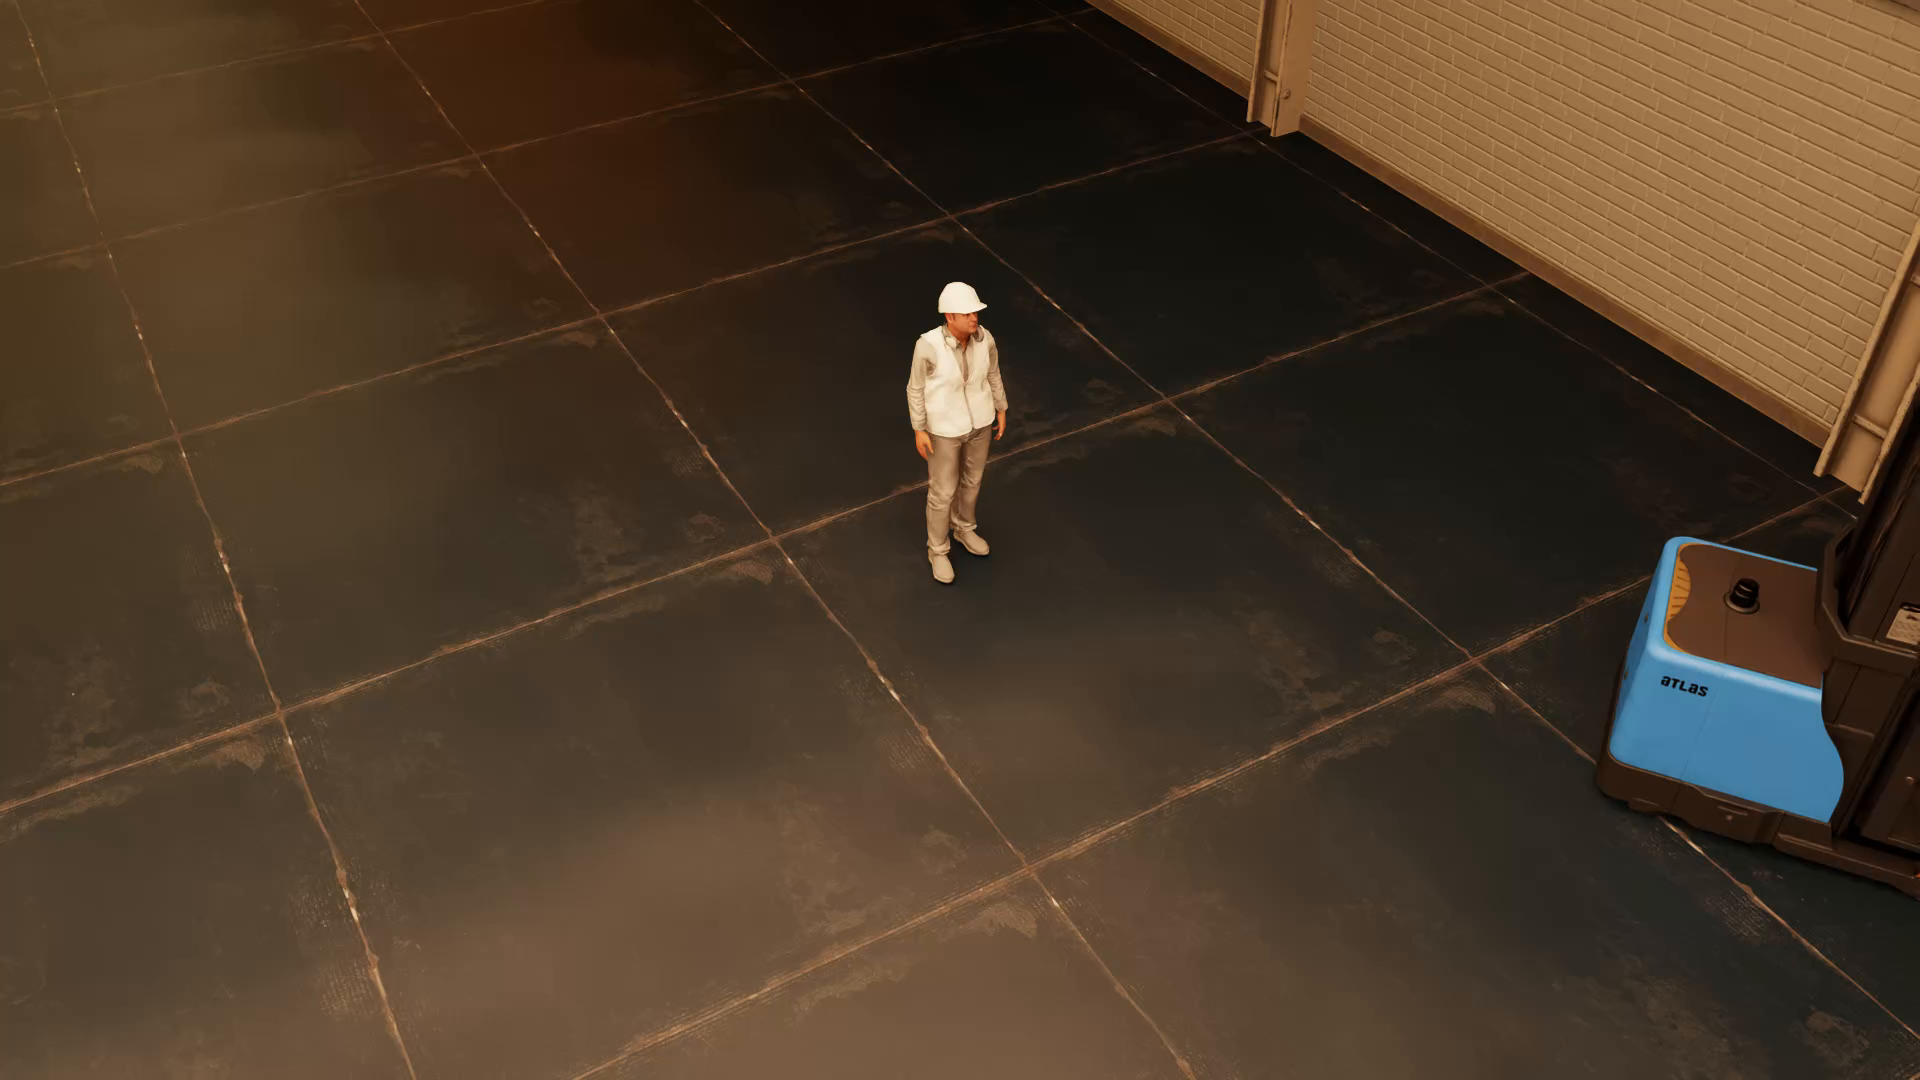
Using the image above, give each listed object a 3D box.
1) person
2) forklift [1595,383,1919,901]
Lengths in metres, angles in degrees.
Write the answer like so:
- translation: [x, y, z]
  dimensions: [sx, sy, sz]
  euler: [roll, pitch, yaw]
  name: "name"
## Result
- translation: [0.024, -0.652, 9.716]
  dimensions: [0.632, 1.773, 0.568]
  euler: [-20, 44, -23]
  name: "person"
- translation: [4.885, 0.323, 7.646]
  dimensions: [3.031, 2.935, 1.130]
  euler: [16, 42, 18]
  name: "forklift"
